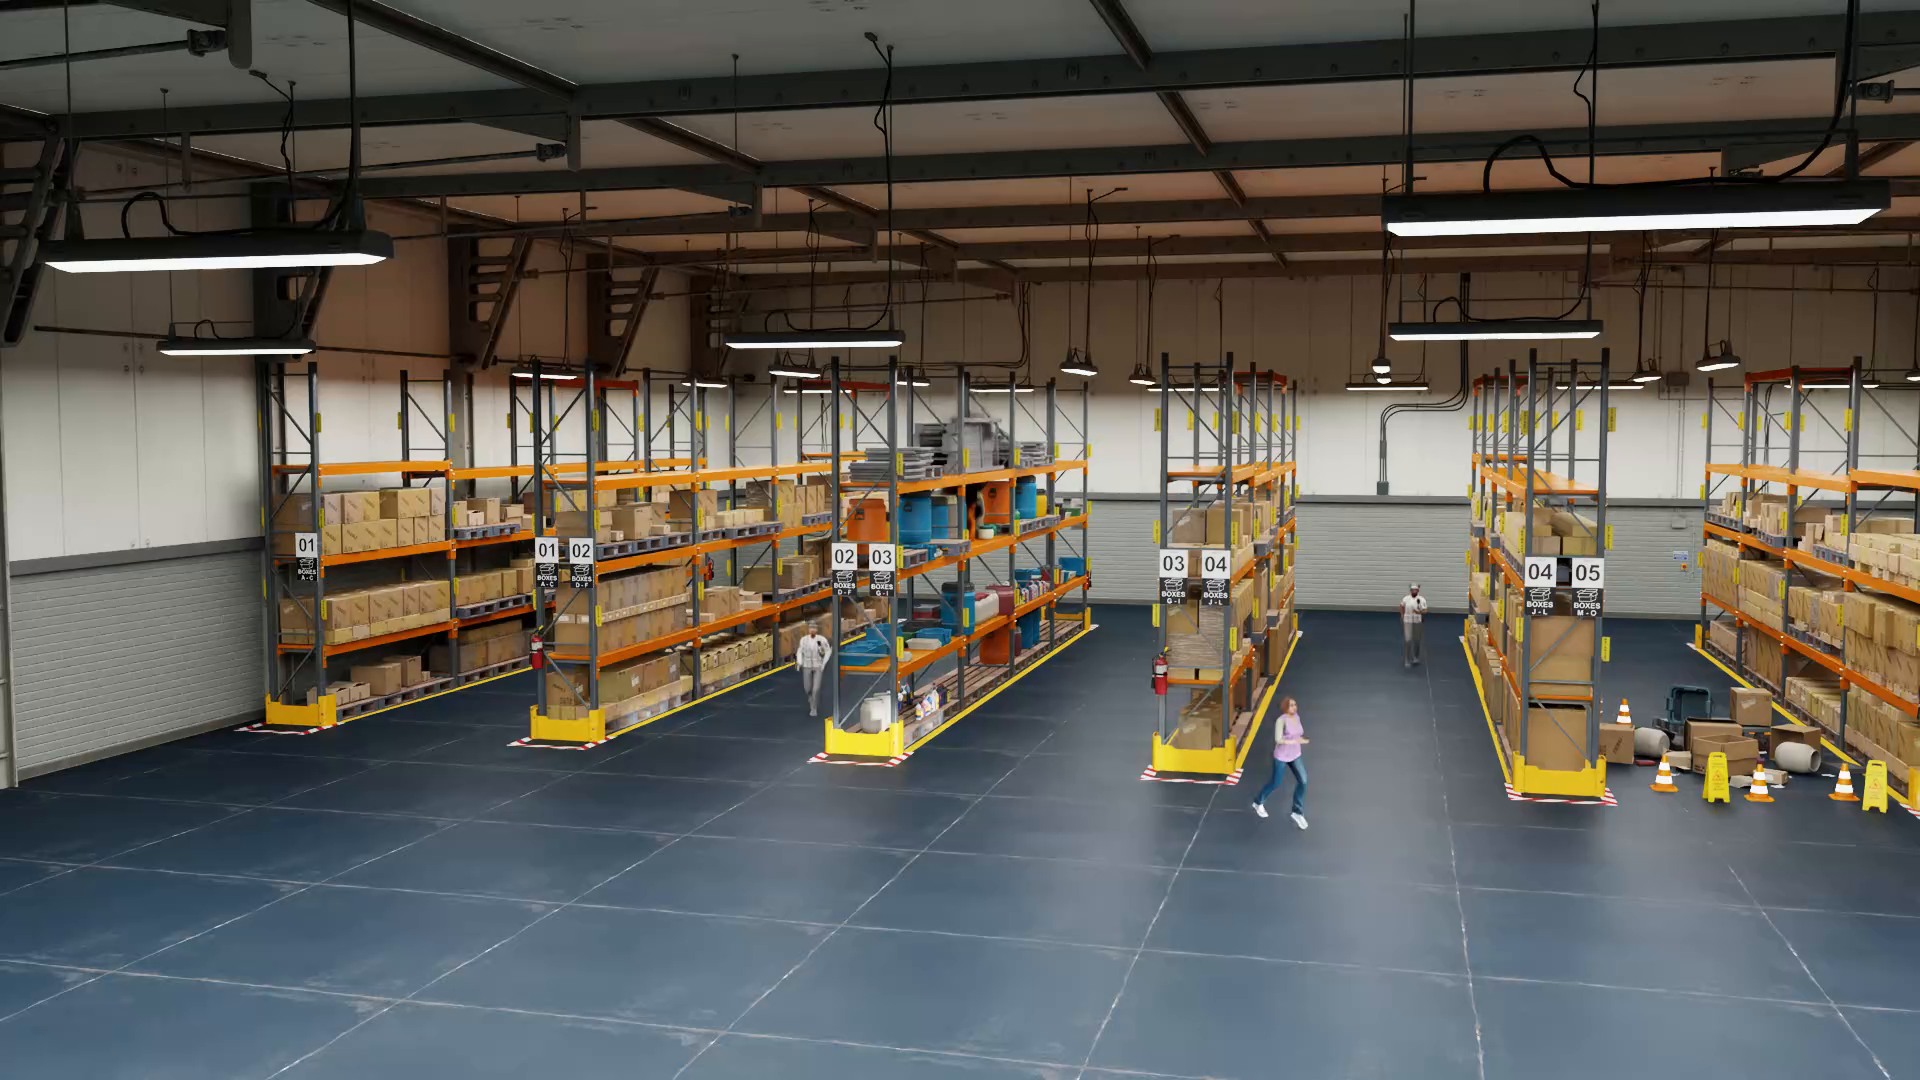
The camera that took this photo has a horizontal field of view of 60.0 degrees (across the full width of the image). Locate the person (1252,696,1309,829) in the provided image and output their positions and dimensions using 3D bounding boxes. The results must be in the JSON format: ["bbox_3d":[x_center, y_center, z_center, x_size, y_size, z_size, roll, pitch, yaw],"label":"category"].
[{"bbox_3d":[4.054,2.746,20.751,0.547,1.632,0.846,-3,5,-34],"label":"person"}]

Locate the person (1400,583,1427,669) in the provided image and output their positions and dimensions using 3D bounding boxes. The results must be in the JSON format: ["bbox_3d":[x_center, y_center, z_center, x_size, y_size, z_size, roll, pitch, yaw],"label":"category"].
[{"bbox_3d":[9.332,1.741,34.261,0.543,1.735,0.799,1,4,16],"label":"person"}]

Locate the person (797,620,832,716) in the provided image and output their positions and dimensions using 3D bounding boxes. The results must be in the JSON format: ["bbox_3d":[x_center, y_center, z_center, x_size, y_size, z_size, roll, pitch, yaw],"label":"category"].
[{"bbox_3d":[-2.507,2.177,28.639,0.603,1.643,0.593,0,4,3],"label":"person"}]
